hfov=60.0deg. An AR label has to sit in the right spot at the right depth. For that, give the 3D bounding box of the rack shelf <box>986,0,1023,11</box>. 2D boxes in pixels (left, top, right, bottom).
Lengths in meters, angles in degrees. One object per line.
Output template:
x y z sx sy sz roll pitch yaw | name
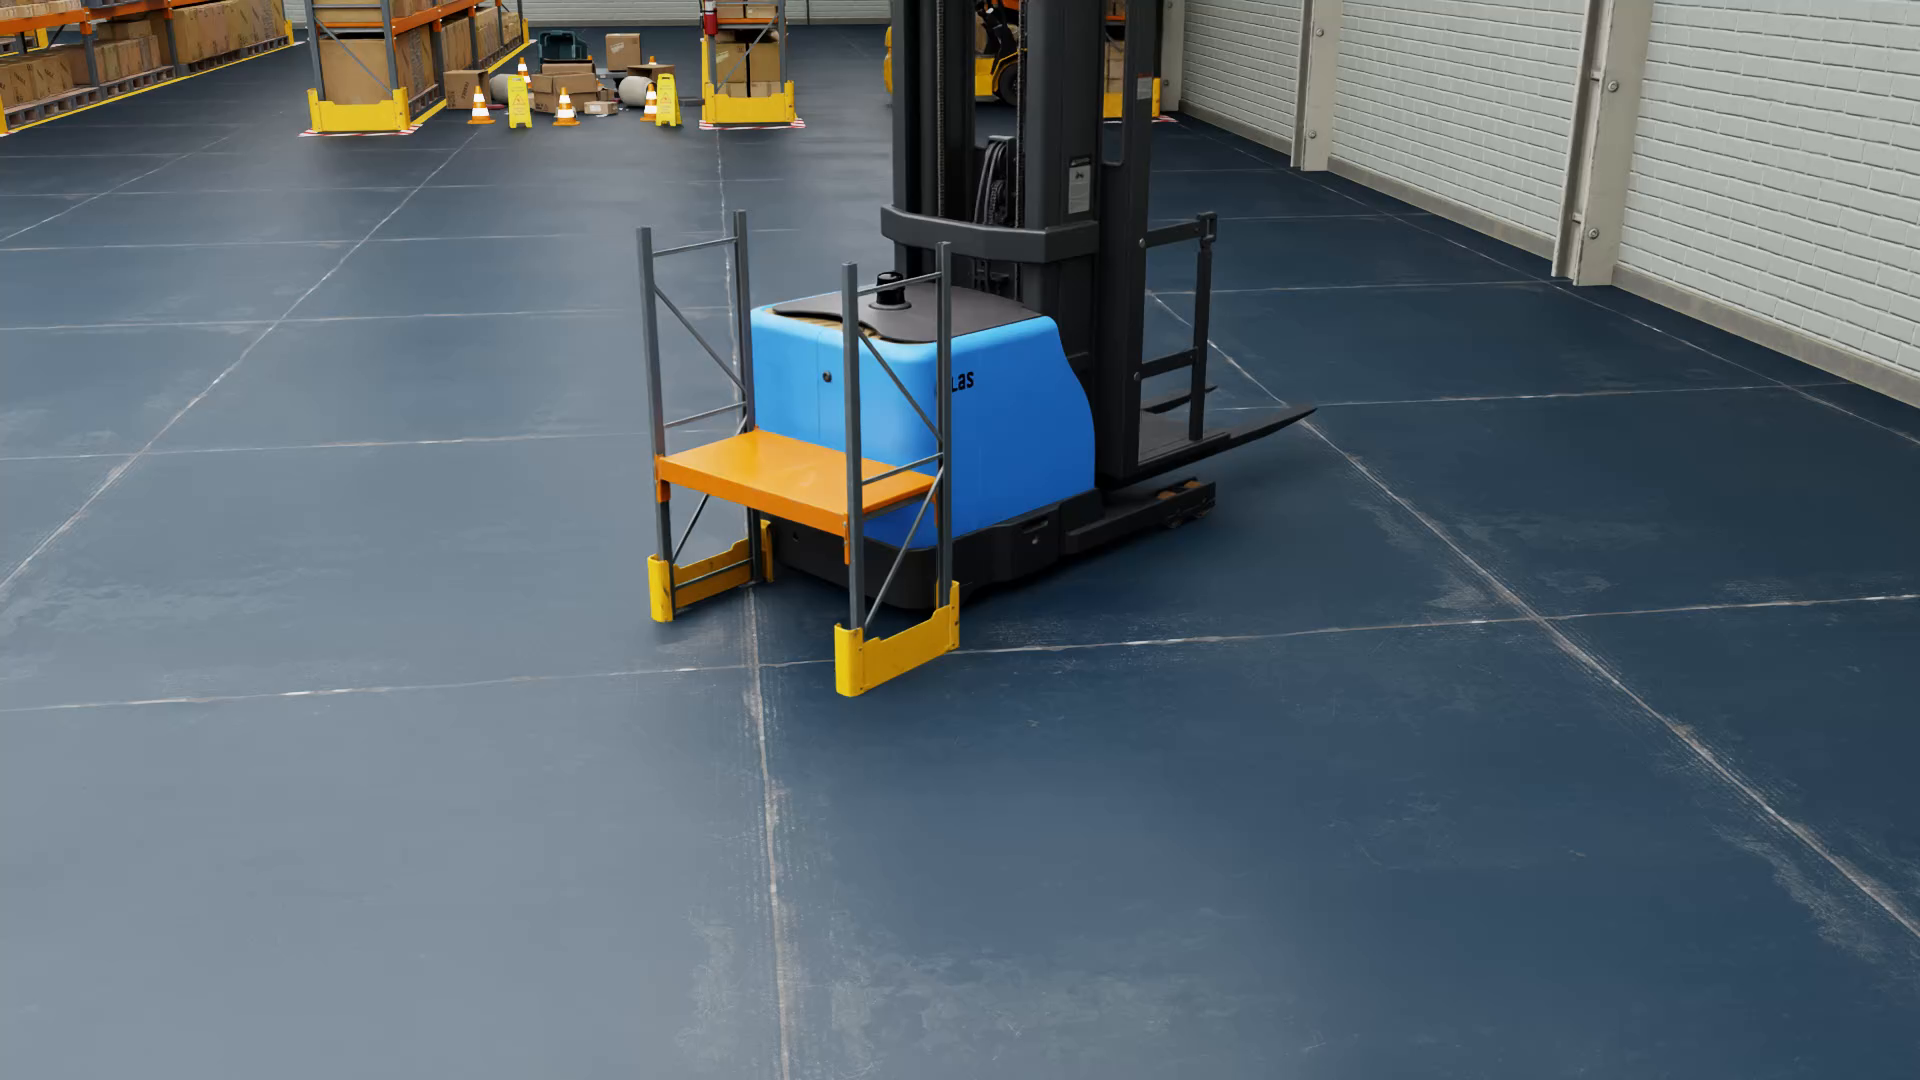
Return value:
1.264 -8.957 27.939 1.077 0.370 4.000 -3 21 -8 | rack shelf

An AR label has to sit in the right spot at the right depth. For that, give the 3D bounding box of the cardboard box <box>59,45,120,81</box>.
-13.282 -7.265 25.324 0.700 0.500 0.500 -3 21 -8 | cardboard box

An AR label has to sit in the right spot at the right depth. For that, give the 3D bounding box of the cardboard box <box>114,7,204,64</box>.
-13.821 -8.676 28.596 1.225 0.875 0.875 -4 21 -10 | cardboard box

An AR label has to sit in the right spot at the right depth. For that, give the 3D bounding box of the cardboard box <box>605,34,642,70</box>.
-5.116 -7.434 25.322 0.500 0.500 0.500 -3 21 -8 | cardboard box

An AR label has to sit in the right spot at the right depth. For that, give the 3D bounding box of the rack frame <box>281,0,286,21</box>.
-14.895 -12.005 35.071 1.000 3.000 0.127 -3 21 -8 | rack frame

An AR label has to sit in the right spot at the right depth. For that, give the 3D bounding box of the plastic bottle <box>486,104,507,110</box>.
-6.575 -6.137 23.561 0.283 0.061 0.133 -11 23 -26 | plastic bottle

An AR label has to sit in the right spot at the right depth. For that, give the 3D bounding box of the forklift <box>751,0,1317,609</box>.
0.506 -1.534 7.135 1.130 2.935 3.031 19 27 41 | forklift

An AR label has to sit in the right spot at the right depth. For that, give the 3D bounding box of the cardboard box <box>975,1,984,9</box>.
0.273 -10.615 32.971 0.380 0.149 0.250 -4 21 -10 | cardboard box

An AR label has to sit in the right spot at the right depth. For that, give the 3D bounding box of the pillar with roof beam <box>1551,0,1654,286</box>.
0.391 -5.942 10.263 9.100 9.000 0.400 -3 21 -8 | pillar with roof beam

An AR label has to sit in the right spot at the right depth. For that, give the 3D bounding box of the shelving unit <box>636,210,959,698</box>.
-0.596 -0.355 6.022 1.083 1.500 0.587 17 26 38 | shelving unit

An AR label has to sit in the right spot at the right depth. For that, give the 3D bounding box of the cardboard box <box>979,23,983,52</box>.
0.641 -9.322 30.859 0.500 0.500 0.500 -3 21 -9 | cardboard box

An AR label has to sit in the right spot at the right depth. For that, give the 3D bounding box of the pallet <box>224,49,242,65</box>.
-14.133 -9.050 31.146 1.003 0.211 1.213 -3 21 -8 | pallet

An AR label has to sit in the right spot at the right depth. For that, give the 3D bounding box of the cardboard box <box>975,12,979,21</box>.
0.491 -9.935 31.574 0.380 0.149 0.250 -4 21 -10 | cardboard box

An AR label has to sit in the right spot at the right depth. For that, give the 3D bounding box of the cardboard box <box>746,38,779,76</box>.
-2.708 -6.707 23.145 0.500 0.500 0.500 -4 21 -10 | cardboard box

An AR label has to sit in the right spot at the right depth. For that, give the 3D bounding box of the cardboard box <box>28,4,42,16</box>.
-12.642 -7.153 22.439 0.380 0.149 0.250 -3 21 -8 | cardboard box

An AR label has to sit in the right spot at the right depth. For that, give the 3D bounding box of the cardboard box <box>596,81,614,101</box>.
-5.365 -6.679 24.719 0.396 0.266 0.258 17 27 39 | cardboard box

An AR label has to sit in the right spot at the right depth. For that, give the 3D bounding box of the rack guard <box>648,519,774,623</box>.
-0.973 0.117 6.545 0.087 0.250 0.587 17 26 38 | rack guard

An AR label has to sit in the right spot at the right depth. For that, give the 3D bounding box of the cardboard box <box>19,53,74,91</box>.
-13.147 -6.735 23.935 0.500 0.500 0.500 -4 21 -9 | cardboard box

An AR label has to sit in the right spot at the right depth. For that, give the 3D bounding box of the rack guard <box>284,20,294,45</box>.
-14.898 -10.842 35.531 1.175 0.500 0.348 -3 21 -8 | rack guard

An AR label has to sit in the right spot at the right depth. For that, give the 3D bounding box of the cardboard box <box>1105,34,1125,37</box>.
2.110 -7.116 23.883 0.500 0.250 0.500 -3 21 -8 | cardboard box

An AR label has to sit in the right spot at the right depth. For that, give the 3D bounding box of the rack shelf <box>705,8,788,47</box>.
-3.070 -7.320 23.557 1.077 0.370 4.000 -3 21 -8 | rack shelf

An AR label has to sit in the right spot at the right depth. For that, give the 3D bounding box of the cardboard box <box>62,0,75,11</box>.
-12.817 -7.586 23.598 0.380 0.149 0.250 -3 21 -8 | cardboard box

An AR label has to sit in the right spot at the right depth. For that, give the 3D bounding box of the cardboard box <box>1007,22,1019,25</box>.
1.154 -8.628 28.824 0.875 0.625 0.625 -2 21 -6 | cardboard box

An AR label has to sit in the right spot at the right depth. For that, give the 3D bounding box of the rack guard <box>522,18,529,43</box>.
-9.961 -11.023 36.014 1.175 0.500 0.348 -3 21 -8 | rack guard

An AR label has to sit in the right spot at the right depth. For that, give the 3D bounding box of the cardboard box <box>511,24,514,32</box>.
-9.364 -10.510 34.118 0.380 0.149 0.250 -3 21 -7 | cardboard box

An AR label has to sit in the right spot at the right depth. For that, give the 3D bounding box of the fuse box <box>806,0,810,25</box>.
-3.825 -13.908 42.007 0.539 1.711 0.414 -3 21 -8 | fuse box

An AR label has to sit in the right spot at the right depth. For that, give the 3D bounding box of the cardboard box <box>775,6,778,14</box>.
-2.635 -7.158 22.453 0.380 0.149 0.250 -4 21 -9 | cardboard box

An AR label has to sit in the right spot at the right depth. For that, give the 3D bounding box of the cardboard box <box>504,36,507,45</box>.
-9.130 -9.839 32.746 0.380 0.149 0.250 -4 21 -10 | cardboard box

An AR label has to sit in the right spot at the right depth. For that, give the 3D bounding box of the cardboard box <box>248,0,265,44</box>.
-14.464 -10.366 33.118 0.875 0.875 0.875 -3 21 -8 | cardboard box

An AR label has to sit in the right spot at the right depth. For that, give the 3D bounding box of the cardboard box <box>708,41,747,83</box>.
-3.156 -6.489 22.561 0.500 0.500 0.500 -3 21 -7 | cardboard box

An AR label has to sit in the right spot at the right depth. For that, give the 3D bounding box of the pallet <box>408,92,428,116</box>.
-8.031 -6.068 23.162 1.003 0.211 1.213 -3 21 -8 | pallet

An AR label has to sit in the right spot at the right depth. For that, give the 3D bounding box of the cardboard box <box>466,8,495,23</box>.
-8.977 -9.788 31.037 0.500 0.250 0.500 -2 21 -5 | cardboard box

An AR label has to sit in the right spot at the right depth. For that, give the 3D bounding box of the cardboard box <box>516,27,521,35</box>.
-9.553 -10.826 35.388 0.380 0.149 0.250 -2 21 -6 | cardboard box

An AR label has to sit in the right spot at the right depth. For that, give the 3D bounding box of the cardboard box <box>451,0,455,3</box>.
-8.195 -8.656 25.961 0.500 0.500 0.500 -3 21 -8 | cardboard box

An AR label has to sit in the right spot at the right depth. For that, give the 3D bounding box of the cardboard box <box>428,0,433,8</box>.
-8.177 -8.008 24.157 0.875 0.550 0.550 -3 21 -8 | cardboard box

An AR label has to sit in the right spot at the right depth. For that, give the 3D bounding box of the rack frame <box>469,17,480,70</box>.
-8.819 -9.450 28.231 1.000 3.000 0.127 -3 21 -8 | rack frame

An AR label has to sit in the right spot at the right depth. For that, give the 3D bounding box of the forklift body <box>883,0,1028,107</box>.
0.051 -7.384 23.911 2.313 2.155 1.214 -3 21 -8 | forklift body

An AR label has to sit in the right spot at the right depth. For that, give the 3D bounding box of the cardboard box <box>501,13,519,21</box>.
-9.503 -11.016 35.048 0.380 0.149 0.250 -3 21 -9 | cardboard box

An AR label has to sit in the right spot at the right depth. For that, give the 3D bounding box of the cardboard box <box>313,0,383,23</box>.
-7.764 -6.877 21.127 0.875 0.550 0.550 -3 21 -8 | cardboard box

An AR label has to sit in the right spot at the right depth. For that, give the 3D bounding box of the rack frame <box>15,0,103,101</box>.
-13.165 -7.850 23.947 1.000 3.000 0.127 -3 21 -8 | rack frame

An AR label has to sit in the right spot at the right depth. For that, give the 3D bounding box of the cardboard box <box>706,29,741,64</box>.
-3.541 -7.392 24.978 0.500 0.500 0.500 -2 21 -5 | cardboard box

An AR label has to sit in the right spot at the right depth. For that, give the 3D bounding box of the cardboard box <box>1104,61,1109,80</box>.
1.750 -6.512 22.980 0.500 0.250 0.500 -3 21 -8 | cardboard box

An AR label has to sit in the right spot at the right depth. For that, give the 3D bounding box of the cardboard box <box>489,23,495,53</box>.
-8.896 -9.262 30.699 0.500 0.500 0.500 -3 21 -9 | cardboard box

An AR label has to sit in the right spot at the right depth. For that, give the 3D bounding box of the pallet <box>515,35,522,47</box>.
-9.879 -10.604 35.307 1.003 0.211 1.213 -3 21 -8 | pallet

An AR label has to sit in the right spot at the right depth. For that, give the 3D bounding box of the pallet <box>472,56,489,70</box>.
-8.930 -8.415 29.444 1.003 0.211 1.213 -3 21 -8 | pallet

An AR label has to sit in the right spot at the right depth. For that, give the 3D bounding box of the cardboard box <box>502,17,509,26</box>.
-9.323 -10.470 33.585 0.380 0.149 0.250 -2 21 -7 | cardboard box

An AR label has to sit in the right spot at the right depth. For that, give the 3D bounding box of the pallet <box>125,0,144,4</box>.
-13.416 -8.462 25.859 1.003 0.211 1.213 -3 21 -8 | pallet

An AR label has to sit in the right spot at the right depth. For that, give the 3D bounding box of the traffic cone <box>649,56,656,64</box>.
-4.923 -7.520 26.690 0.336 0.463 0.334 -3 21 -8 | traffic cone

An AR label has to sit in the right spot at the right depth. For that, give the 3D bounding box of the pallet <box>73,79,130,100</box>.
-13.279 -6.813 25.157 1.003 0.211 1.213 -3 21 -8 | pallet

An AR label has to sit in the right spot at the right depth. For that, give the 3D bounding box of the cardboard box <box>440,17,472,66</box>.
-8.820 -8.378 27.975 1.050 0.750 0.750 -3 21 -8 | cardboard box
